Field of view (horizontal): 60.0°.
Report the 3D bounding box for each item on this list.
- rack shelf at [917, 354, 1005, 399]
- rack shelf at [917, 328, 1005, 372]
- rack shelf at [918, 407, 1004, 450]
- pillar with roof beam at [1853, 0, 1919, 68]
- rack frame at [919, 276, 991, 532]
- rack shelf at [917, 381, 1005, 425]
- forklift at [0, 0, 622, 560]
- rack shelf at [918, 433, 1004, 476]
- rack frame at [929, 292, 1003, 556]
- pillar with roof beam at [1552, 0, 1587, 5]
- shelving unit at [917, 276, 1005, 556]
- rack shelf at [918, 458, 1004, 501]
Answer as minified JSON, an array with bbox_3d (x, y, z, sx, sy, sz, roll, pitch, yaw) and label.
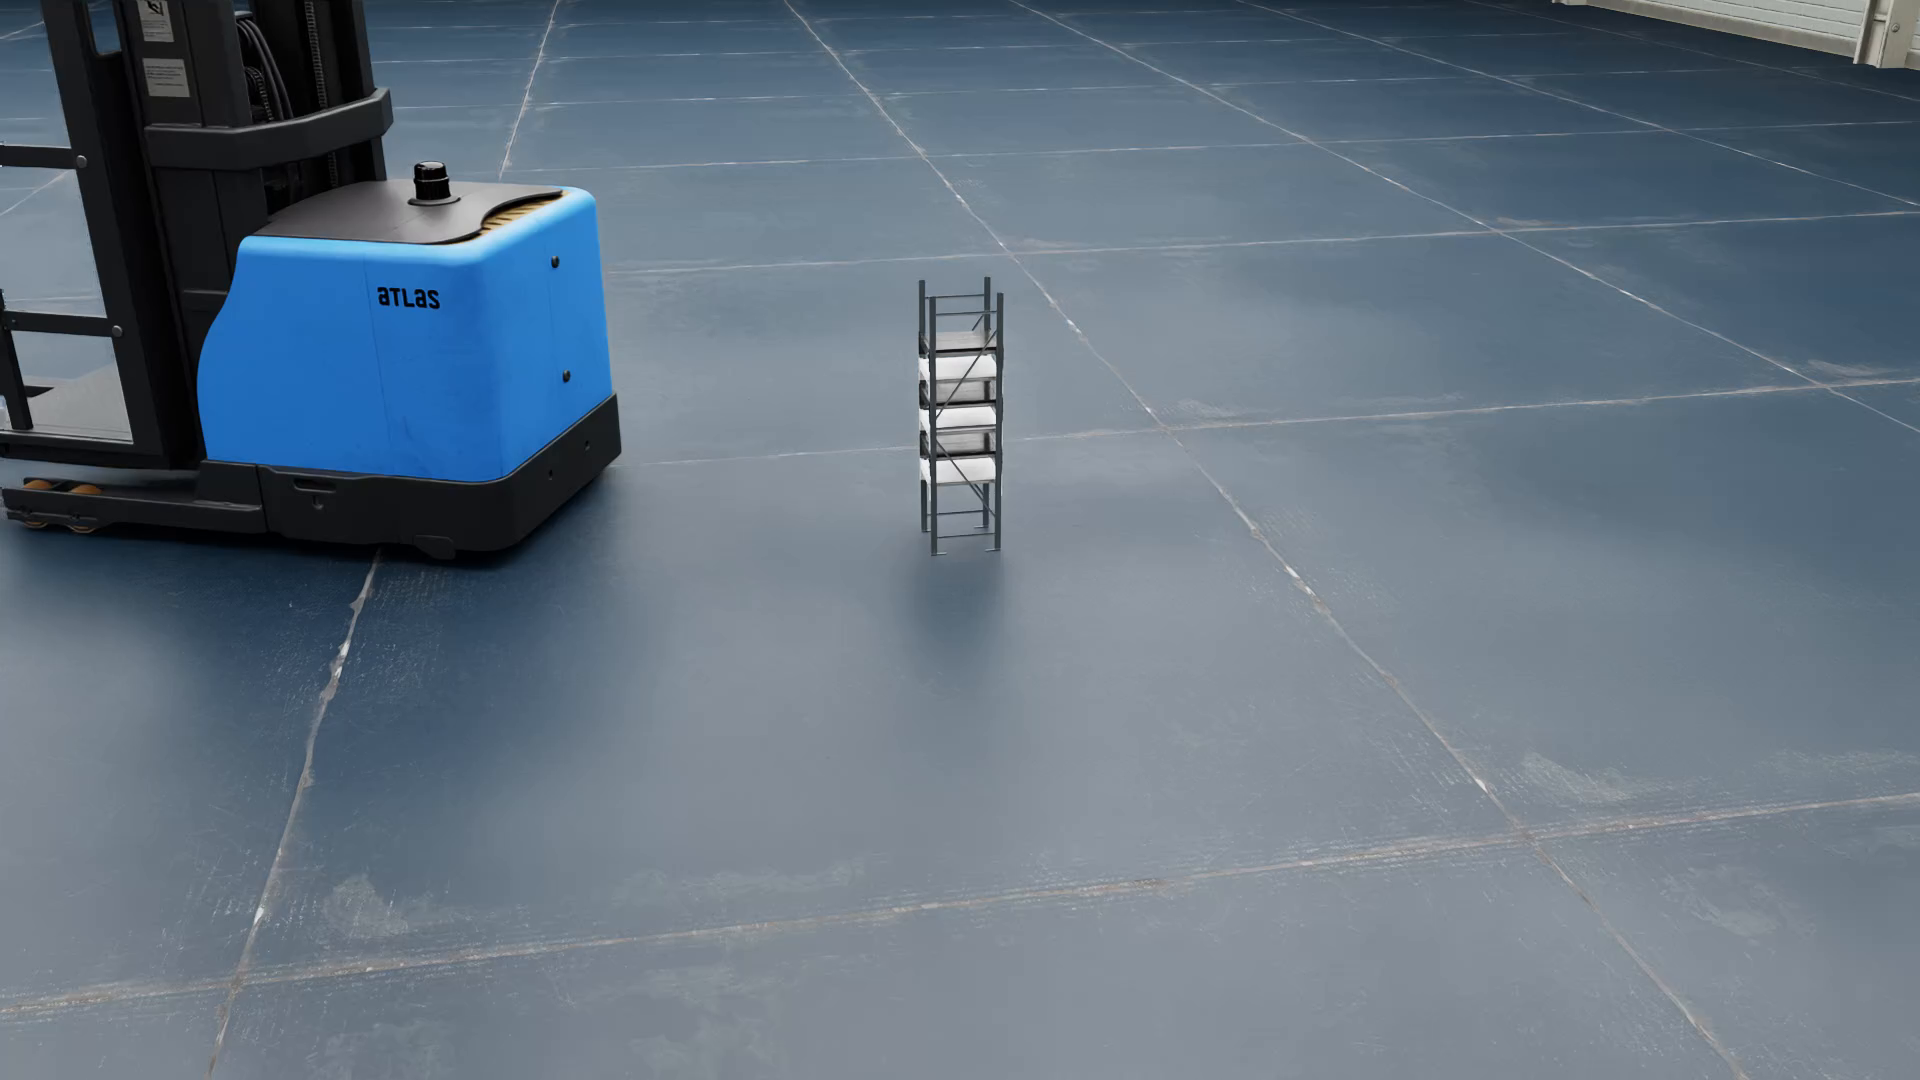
[{"bbox_3d":[0.001,-0.544,5.504,0.258,0.077,0.200,-4,24,-10],"label":"rack shelf"},{"bbox_3d":[0.001,-0.626,5.468,0.258,0.077,0.200,-4,24,-10],"label":"rack shelf"},{"bbox_3d":[0.001,-0.379,5.576,0.258,0.077,0.200,-4,24,-10],"label":"rack shelf"},{"bbox_3d":[4.955,-8.548,14.079,9.100,9.000,0.400,-4,24,-10],"label":"pillar with roof beam"},{"bbox_3d":[-0.017,-0.449,5.654,0.240,0.900,0.006,-4,24,-10],"label":"rack frame"},{"bbox_3d":[0.001,-0.461,5.540,0.258,0.077,0.200,-4,24,-10],"label":"rack shelf"},{"bbox_3d":[-2.860,-1.566,5.674,3.031,2.935,1.130,5,24,11],"label":"forklift"},{"bbox_3d":[0.001,-0.296,5.612,0.258,0.077,0.200,-4,24,-10],"label":"rack shelf"},{"bbox_3d":[0.020,-0.369,5.471,0.240,0.900,0.006,-4,24,-10],"label":"rack frame"},{"bbox_3d":[3.846,-10.908,19.482,9.100,9.000,0.400,-4,24,-10],"label":"pillar with roof beam"},{"bbox_3d":[0.001,-0.409,5.563,0.258,0.900,0.210,-4,24,-10],"label":"shelving unit"},{"bbox_3d":[0.001,-0.214,5.648,0.258,0.077,0.200,-4,24,-10],"label":"rack shelf"}]
